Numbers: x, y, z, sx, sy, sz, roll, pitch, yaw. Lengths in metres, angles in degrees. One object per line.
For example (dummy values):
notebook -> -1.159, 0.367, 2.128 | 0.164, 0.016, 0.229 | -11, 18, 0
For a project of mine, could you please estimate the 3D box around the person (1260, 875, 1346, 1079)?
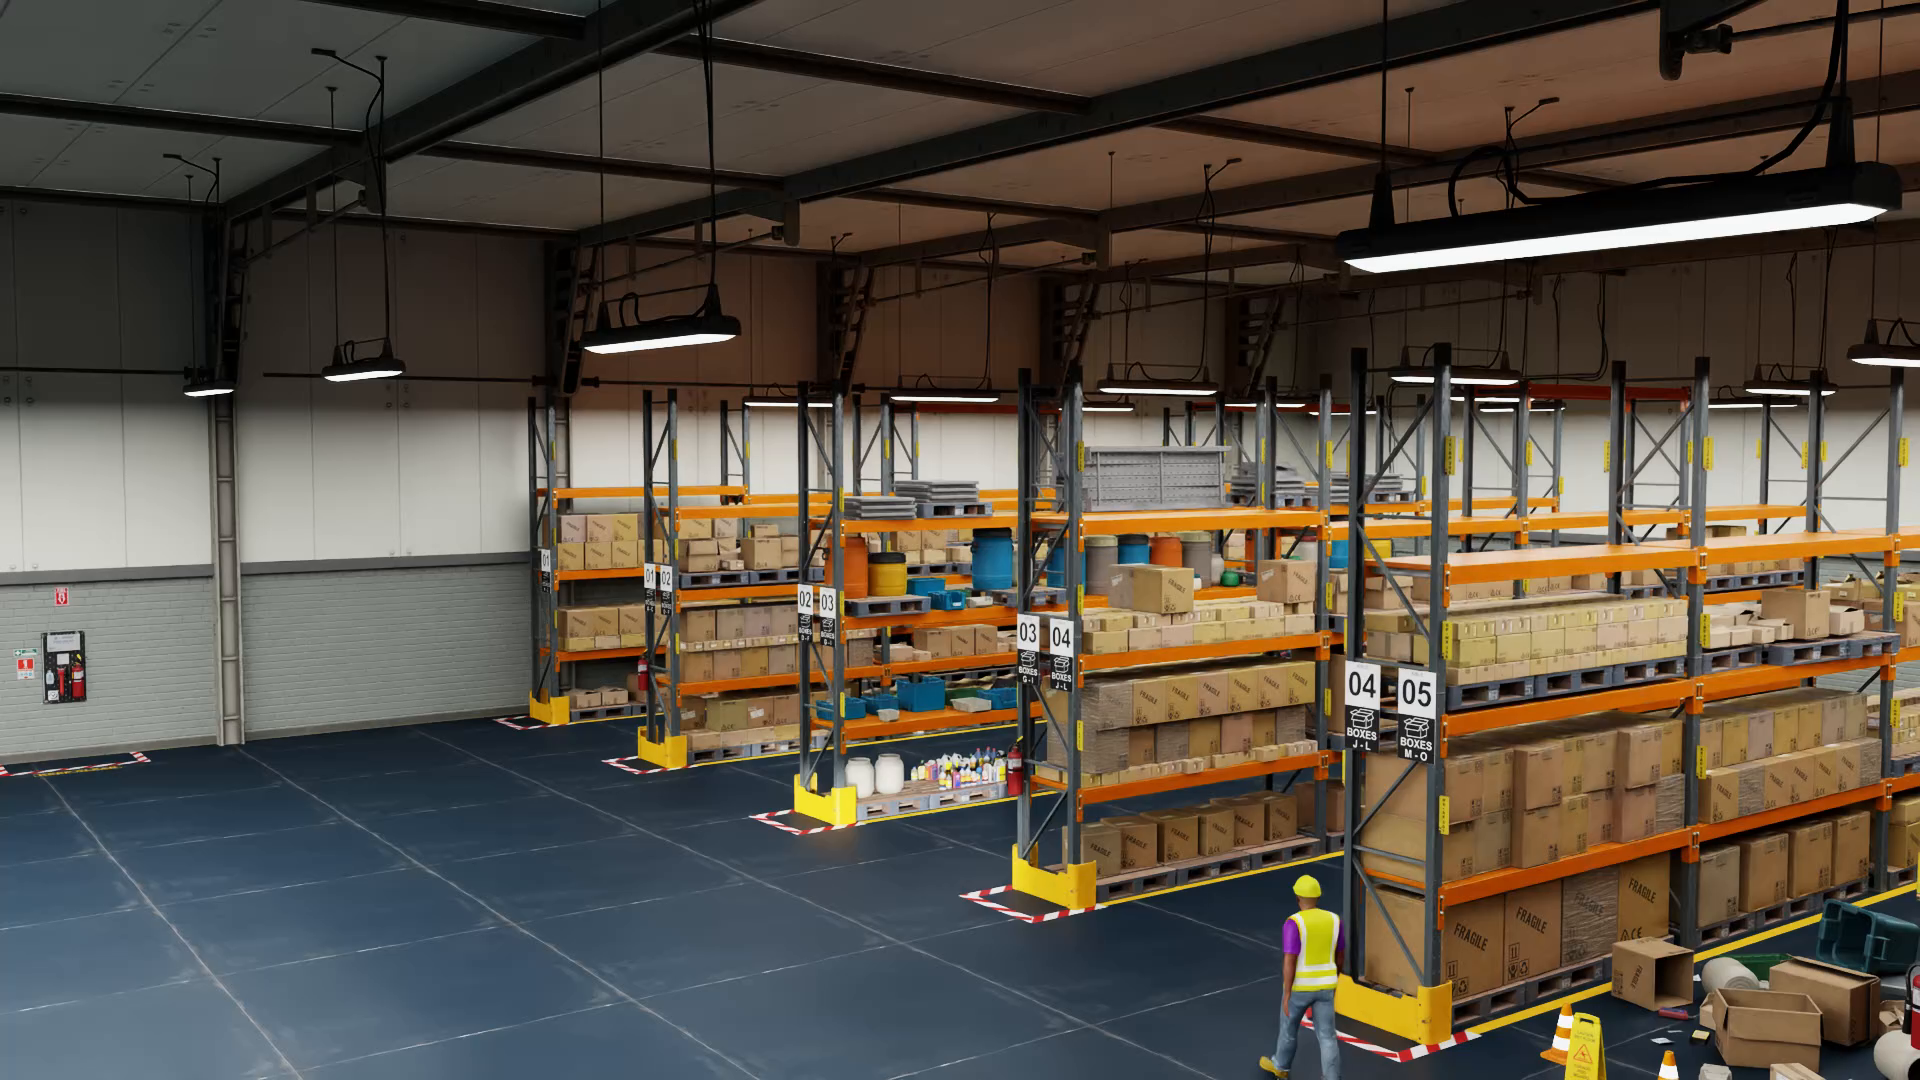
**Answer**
person -> 2.759, 3.504, 13.189 | 0.609, 1.698, 1.018 | -1, 3, -14
